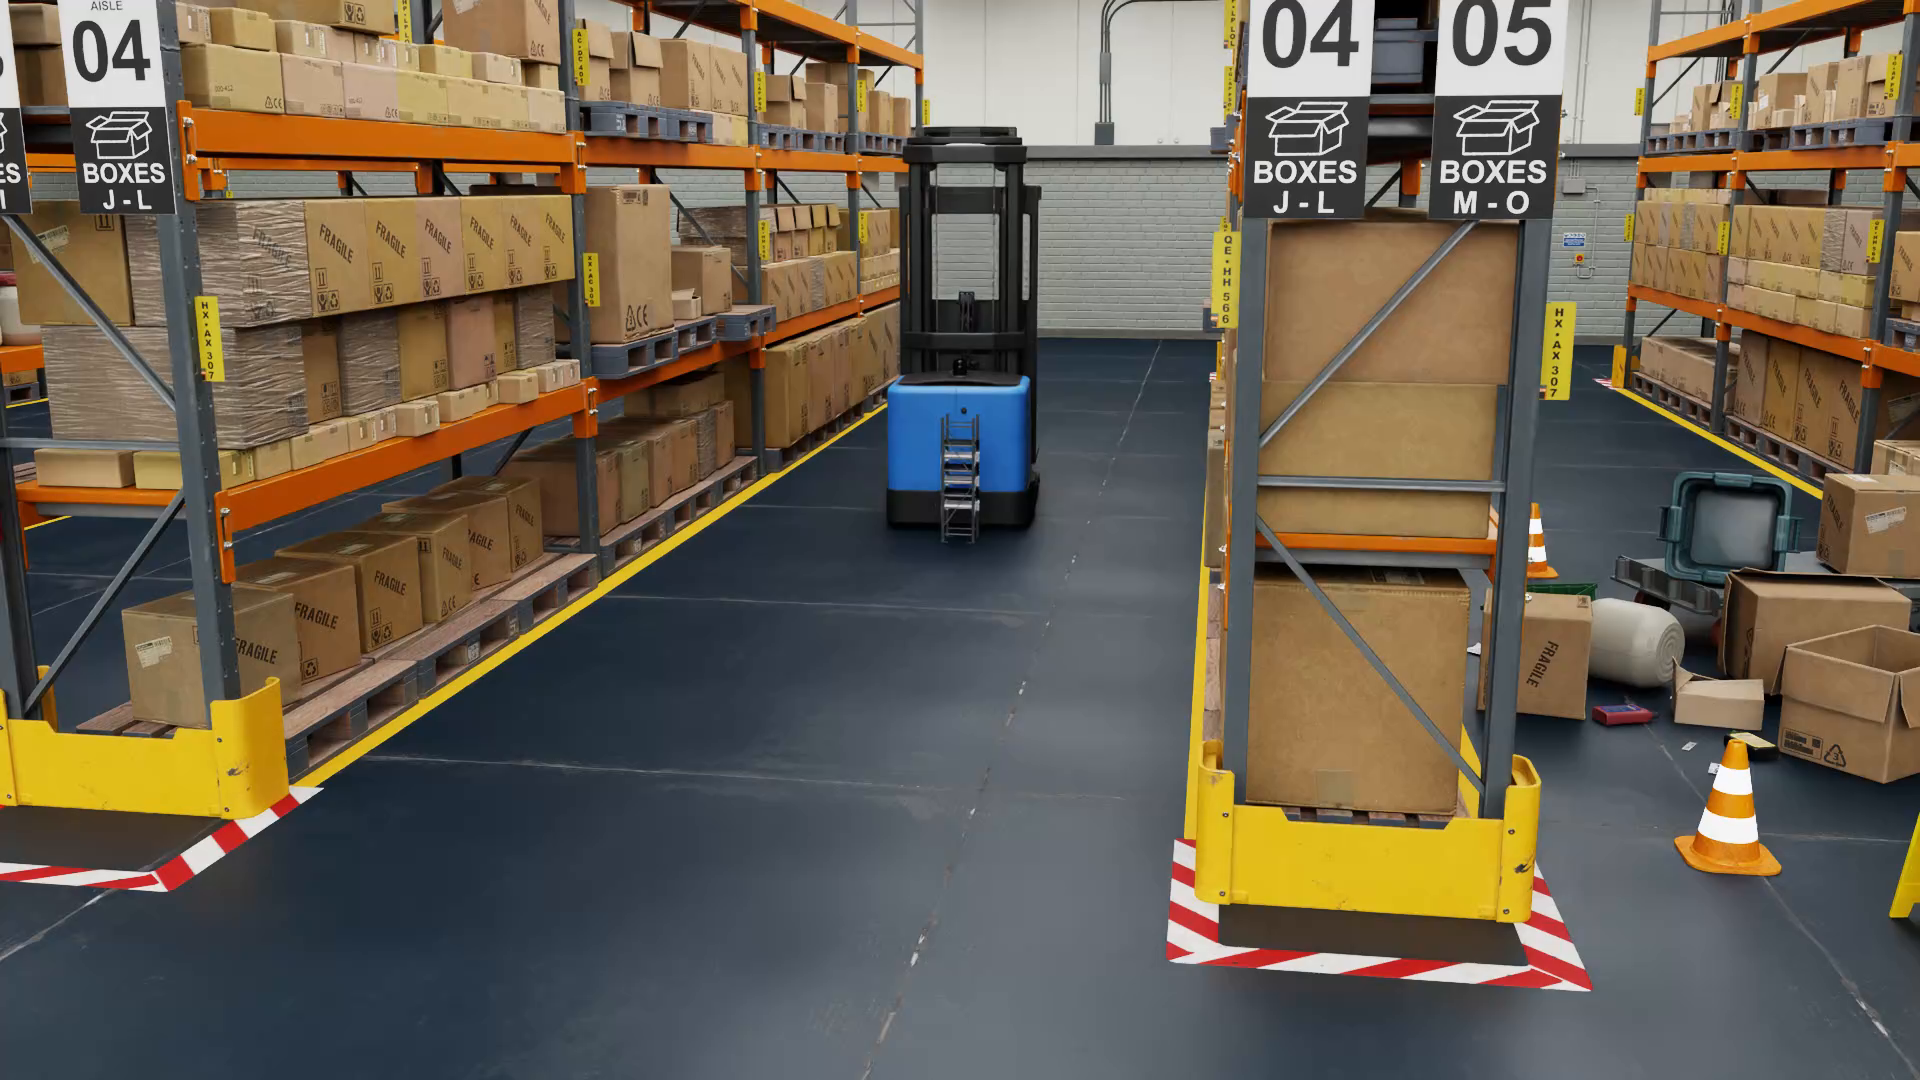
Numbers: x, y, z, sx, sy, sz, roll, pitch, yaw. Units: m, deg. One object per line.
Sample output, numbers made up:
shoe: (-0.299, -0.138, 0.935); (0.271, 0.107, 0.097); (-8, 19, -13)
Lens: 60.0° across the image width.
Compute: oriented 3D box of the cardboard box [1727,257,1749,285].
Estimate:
cardboard box: (7.855, -2.636, 16.275); (0.500, 0.250, 0.500); (2, 12, 7)

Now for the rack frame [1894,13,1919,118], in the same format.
rack frame: (7.586, -4.647, 12.198); (1.000, 3.000, 0.127); (2, 12, 9)

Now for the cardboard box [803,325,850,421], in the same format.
cardboard box: (-1.806, -1.715, 16.879); (1.225, 0.875, 0.875); (1, 12, 7)

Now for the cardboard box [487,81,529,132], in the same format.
cardboard box: (-2.724, -2.384, 9.174); (0.500, 0.250, 0.500); (2, 12, 10)

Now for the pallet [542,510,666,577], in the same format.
pallet: (-2.703, -0.002, 11.503); (1.003, 0.211, 1.213); (2, 12, 9)

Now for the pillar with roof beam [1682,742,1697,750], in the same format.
pillar with roof beam: (-2.898, -4.227, 10.117); (13.495, 9.045, 5.221); (2, 12, 9)

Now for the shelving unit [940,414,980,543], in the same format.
shelving unit: (5.522, -0.781, 8.037); (12.311, 3.194, 5.845); (2, 12, 9)

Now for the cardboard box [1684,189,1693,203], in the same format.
cardboard box: (8.216, -3.792, 18.320); (0.380, 0.149, 0.250); (2, 12, 9)

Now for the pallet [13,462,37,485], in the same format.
pallet: (-7.447, -0.420, 13.441); (1.003, 0.211, 1.213); (2, 12, 9)

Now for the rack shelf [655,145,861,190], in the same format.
rack shelf: (-1.898, -3.567, 16.012); (1.077, 0.370, 4.000); (2, 12, 9)

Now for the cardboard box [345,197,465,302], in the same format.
cardboard box: (-2.852, -1.472, 8.385); (0.500, 0.500, 0.500); (2, 12, 9)

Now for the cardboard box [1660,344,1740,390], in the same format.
cardboard box: (8.681, -2.002, 19.246); (0.875, 0.438, 0.875); (2, 12, 10)

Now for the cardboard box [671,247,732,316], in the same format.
cardboard box: (-2.236, -2.057, 13.184); (0.700, 0.500, 0.500); (4, 13, 17)

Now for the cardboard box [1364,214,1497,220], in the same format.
cardboard box: (1.758, -1.096, 7.038); (0.875, 0.550, 0.550); (2, 12, 9)

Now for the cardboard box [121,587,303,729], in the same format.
cardboard box: (-3.324, 0.517, 7.413); (0.500, 0.500, 0.500); (4, 13, 19)

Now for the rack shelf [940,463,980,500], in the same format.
rack shelf: (0.001, -0.406, 11.914); (0.258, 0.252, 0.200); (2, 12, 9)

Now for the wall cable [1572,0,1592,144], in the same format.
wall cable: (9.413, -7.506, 25.462); (0.463, 3.000, 0.029); (2, 12, 9)

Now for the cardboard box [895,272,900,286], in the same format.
cardboard box: (-0.940, -3.175, 20.204); (0.380, 0.149, 0.250); (2, 12, 10)

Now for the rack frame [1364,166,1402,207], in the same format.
rack frame: (2.061, -1.022, 9.614); (0.949, 2.616, 0.053); (2, 12, 9)

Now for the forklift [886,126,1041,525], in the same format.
forklift: (-3.359, -1.955, 14.110); (8.118, 2.935, 3.943); (1, 12, 4)

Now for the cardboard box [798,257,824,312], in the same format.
cardboard box: (-1.631, -2.495, 16.215); (0.500, 0.500, 0.500); (2, 12, 9)

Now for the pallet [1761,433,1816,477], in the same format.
pallet: (7.972, -0.767, 15.049); (1.003, 0.211, 1.213); (2, 12, 9)

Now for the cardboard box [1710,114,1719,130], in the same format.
cardboard box: (8.024, -4.344, 17.270); (0.380, 0.149, 0.250); (2, 12, 10)

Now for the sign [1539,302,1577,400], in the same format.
sign: (1.997, -0.631, 5.561); (0.100, 0.325, 0.005); (2, 12, 9)

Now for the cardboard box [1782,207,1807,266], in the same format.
cardboard box: (7.646, -2.684, 14.716); (0.500, 0.500, 0.500); (2, 12, 8)

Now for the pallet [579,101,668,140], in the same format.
pallet: (-2.621, -2.703, 10.741); (1.213, 0.211, 1.003); (2, 12, 9)

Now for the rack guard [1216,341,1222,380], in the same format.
rack guard: (3.898, -2.282, 21.394); (1.175, 0.500, 0.348); (2, 12, 9)

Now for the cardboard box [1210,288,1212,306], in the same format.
cardboard box: (2.301, -2.054, 14.005); (0.380, 0.149, 0.250); (2, 12, 10)

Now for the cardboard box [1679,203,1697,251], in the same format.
cardboard box: (8.156, -3.404, 18.057); (0.500, 0.500, 0.500); (2, 12, 9)

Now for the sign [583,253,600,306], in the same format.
sign: (-2.284, -1.610, 10.291); (0.100, 0.325, 0.005); (2, 12, 9)

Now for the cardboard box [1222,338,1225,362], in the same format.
cardboard box: (2.920, -1.891, 16.807); (0.500, 0.250, 0.500); (1, 12, 6)

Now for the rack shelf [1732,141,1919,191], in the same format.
rack shelf: (7.894, -3.246, 14.522); (1.077, 0.370, 4.000); (2, 12, 9)

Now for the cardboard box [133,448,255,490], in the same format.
cardboard box: (-3.157, -0.299, 6.859); (0.380, 0.149, 0.250); (2, 12, 9)

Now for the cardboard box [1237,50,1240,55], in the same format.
cardboard box: (1.361, -2.131, 7.004); (0.380, 0.149, 0.250); (2, 12, 9)

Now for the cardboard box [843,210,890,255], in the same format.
cardboard box: (-1.106, -3.609, 19.491); (0.500, 0.500, 0.500); (1, 12, 7)

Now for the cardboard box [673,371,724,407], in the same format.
cardboard box: (-2.279, -1.255, 13.807); (0.500, 0.250, 0.500); (2, 12, 11)

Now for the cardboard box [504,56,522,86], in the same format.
cardboard box: (-2.670, -2.606, 9.257); (0.380, 0.149, 0.250); (1, 12, 6)

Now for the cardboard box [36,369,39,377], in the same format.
cardboard box: (-11.100, -2.171, 20.287); (0.500, 0.311, 0.500); (2, 12, 9)

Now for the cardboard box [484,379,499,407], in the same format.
cardboard box: (-2.806, -0.821, 9.279); (0.380, 0.149, 0.250); (2, 12, 9)

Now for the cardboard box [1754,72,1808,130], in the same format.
cardboard box: (7.779, -4.094, 15.516); (0.500, 0.500, 0.500); (2, 12, 8)

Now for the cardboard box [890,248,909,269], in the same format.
cardboard box: (-0.866, -3.558, 21.034); (0.500, 0.250, 0.500); (2, 12, 8)

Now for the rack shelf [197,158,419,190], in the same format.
rack shelf: (-6.792, -3.727, 16.757); (1.077, 0.370, 4.000); (2, 12, 9)

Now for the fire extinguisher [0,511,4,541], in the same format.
fire extinguisher: (-3.909, -0.324, 6.560); (0.296, 0.674, 0.183); (2, 12, 9)

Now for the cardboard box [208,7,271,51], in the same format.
cardboard box: (-3.030, -2.059, 6.718); (0.380, 0.149, 0.250); (2, 12, 10)

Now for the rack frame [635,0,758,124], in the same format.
rack frame: (-2.206, -4.969, 13.688); (1.000, 3.000, 0.127); (2, 12, 9)

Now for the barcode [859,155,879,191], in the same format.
barcode: (-9.002, -4.751, 20.218); (15.602, 1.011, 4.475); (1, 12, 4)

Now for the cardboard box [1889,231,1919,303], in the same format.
cardboard box: (7.288, -2.028, 12.344); (0.500, 0.500, 0.500); (2, 12, 7)
